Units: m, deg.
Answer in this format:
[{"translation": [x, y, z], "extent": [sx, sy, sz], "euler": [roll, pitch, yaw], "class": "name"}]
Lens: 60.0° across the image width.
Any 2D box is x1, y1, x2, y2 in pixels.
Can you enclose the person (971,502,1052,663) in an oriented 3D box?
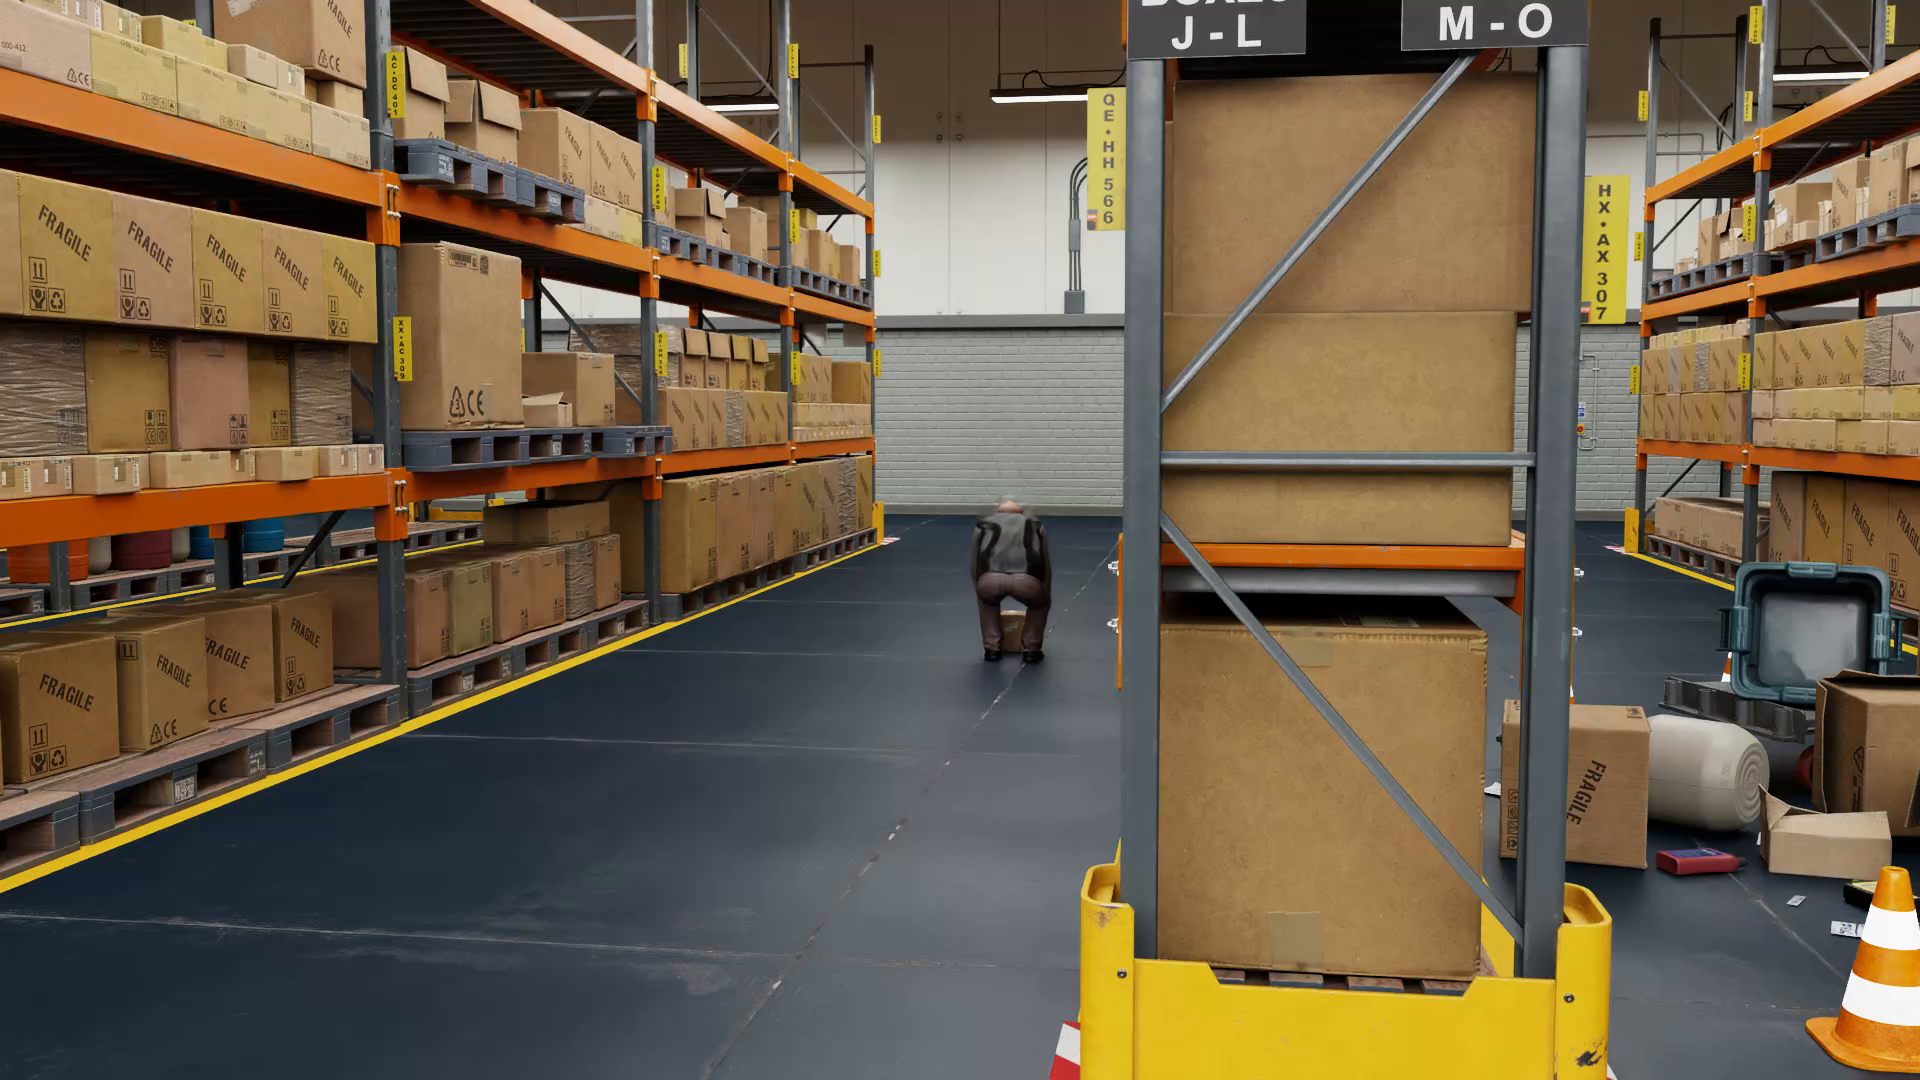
[{"translation": [0.318, 0.272, 10.930], "extent": [0.551, 1.008, 0.852], "euler": [1, 4, 8], "class": "person"}]
